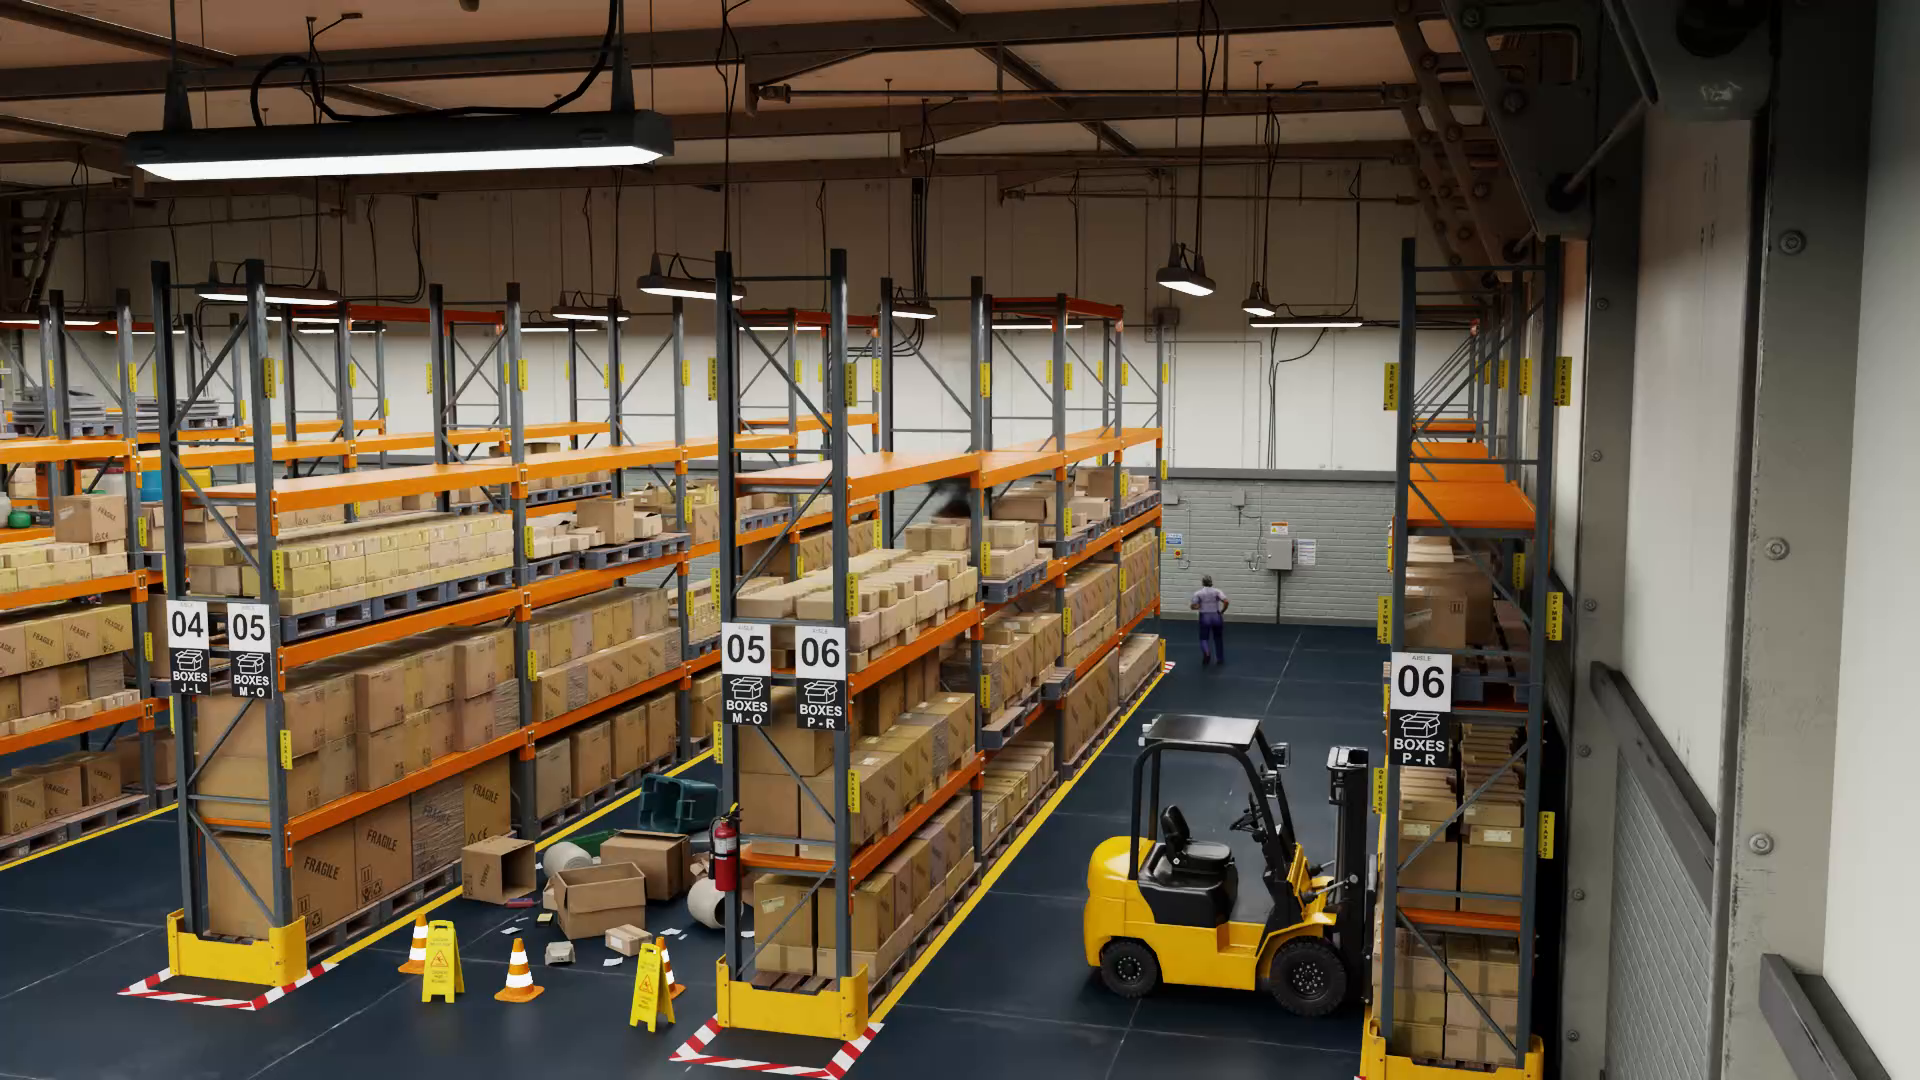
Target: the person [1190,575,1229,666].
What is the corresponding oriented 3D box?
[{"bbox_3d":[4.229,1.398,28.318,0.633,1.628,0.839,0,6,-1],"label":"person"}]
